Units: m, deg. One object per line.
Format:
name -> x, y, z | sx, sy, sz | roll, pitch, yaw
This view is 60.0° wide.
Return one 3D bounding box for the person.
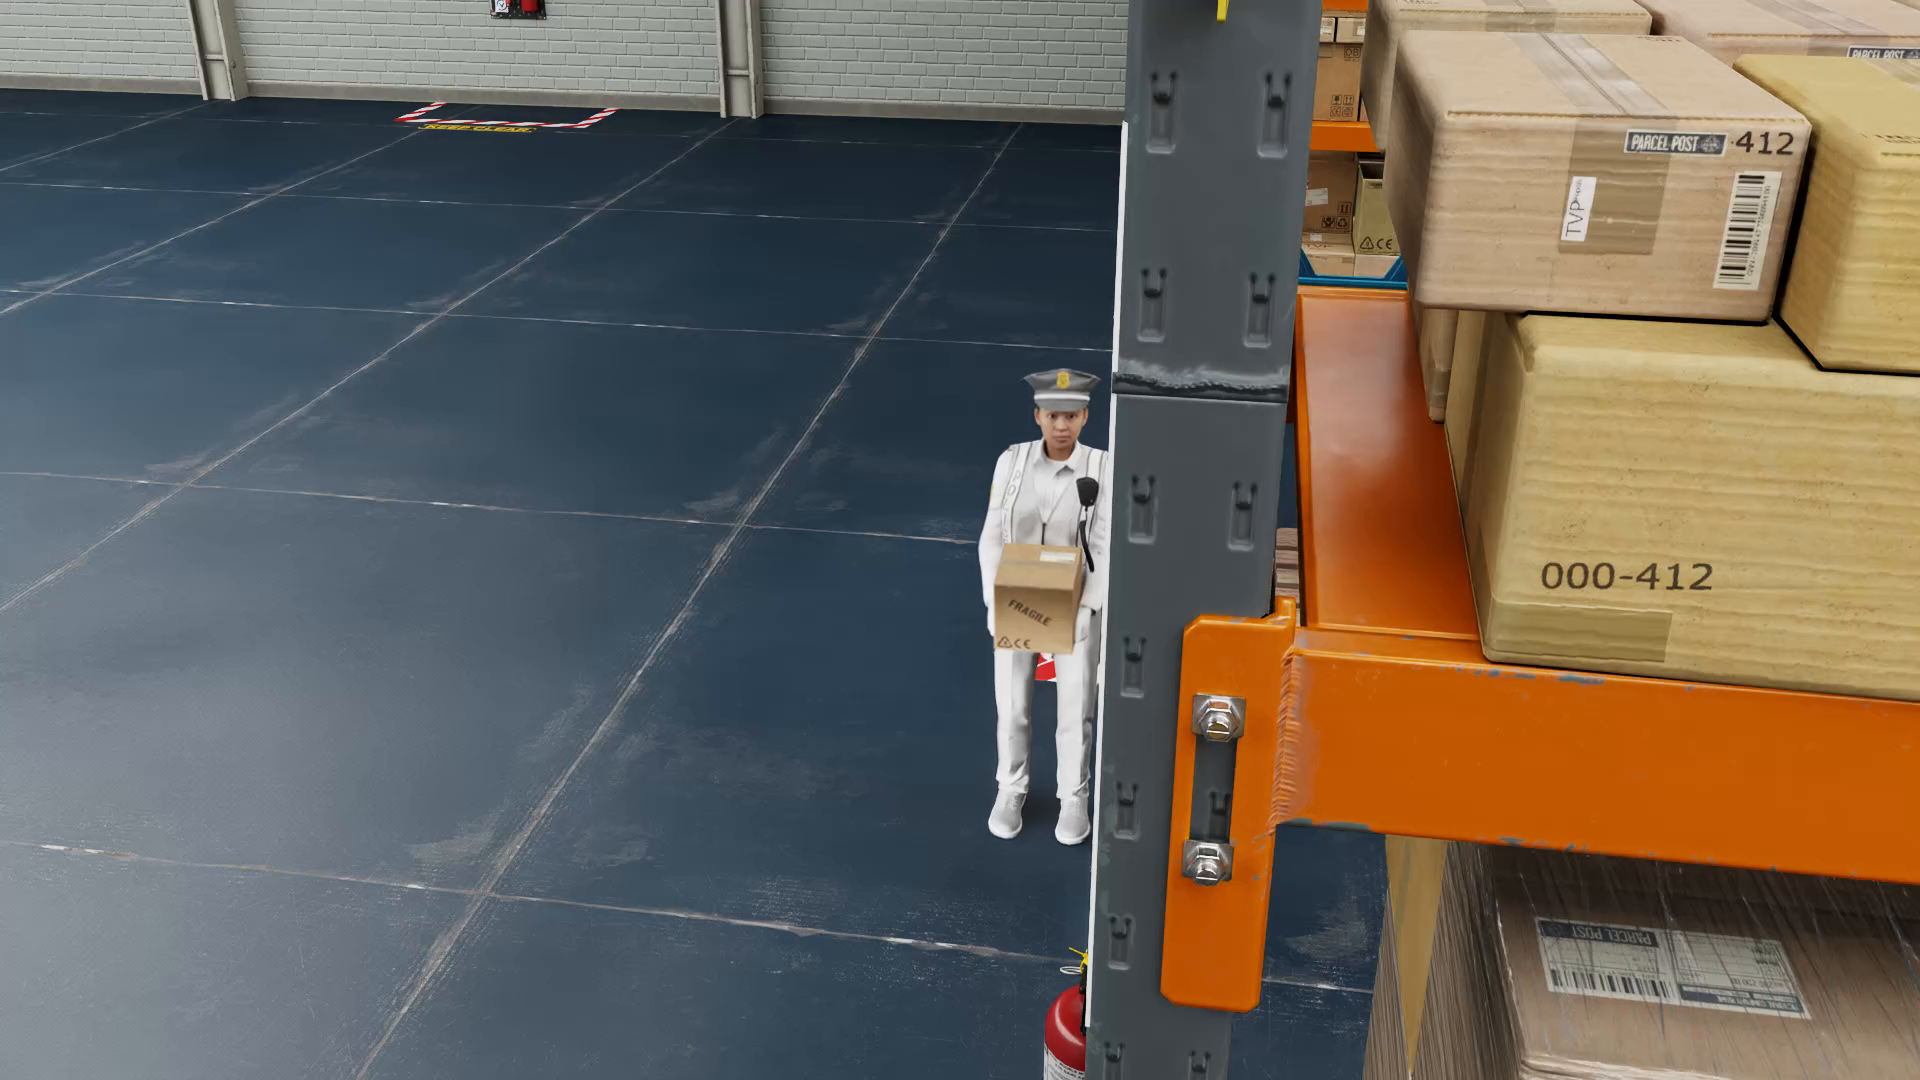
person -> 0.289, 0.251, 5.541 | 0.460, 1.686, 0.557 | 4, 25, 9
